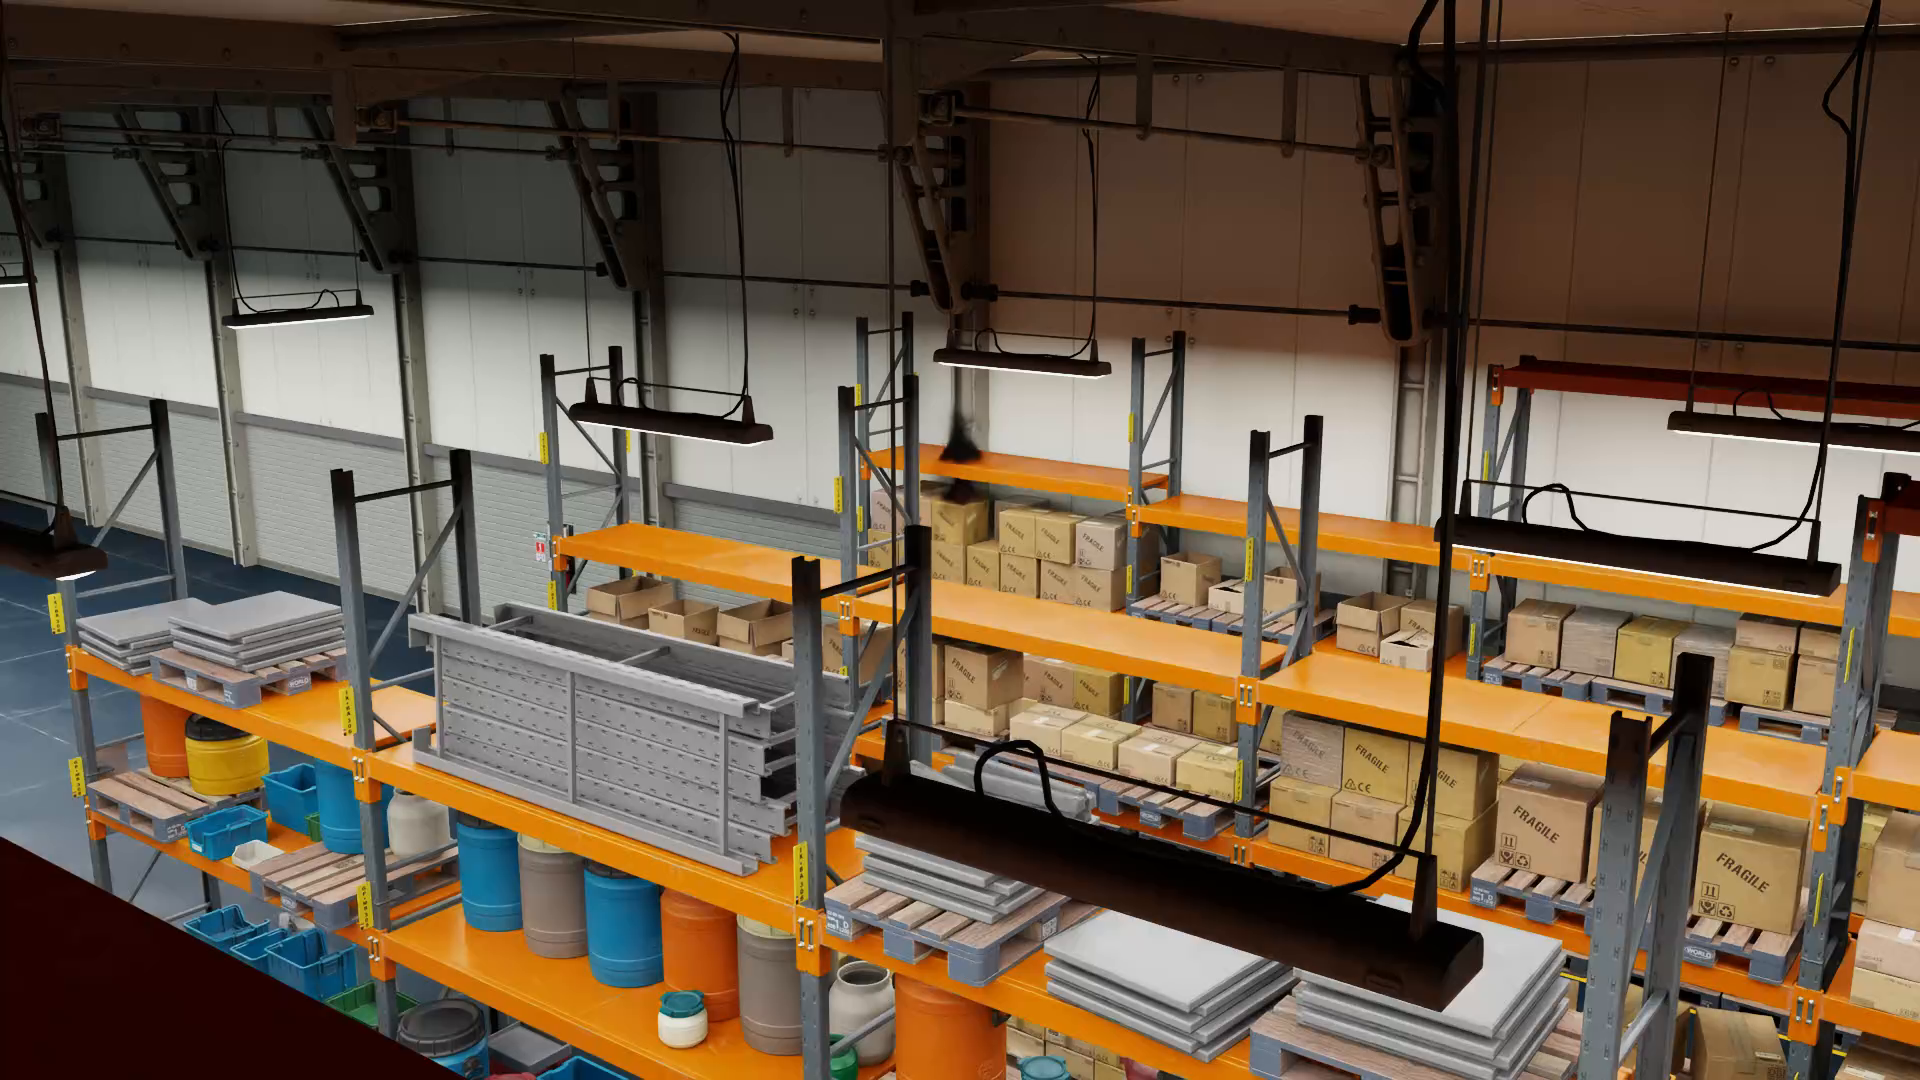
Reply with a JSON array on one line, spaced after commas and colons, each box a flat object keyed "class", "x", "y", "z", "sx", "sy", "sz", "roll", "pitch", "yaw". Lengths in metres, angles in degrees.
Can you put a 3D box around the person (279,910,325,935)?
[{"class": "person", "x": -6.223, "y": 3.660, "z": 15.886, "sx": 0.846, "sy": 1.627, "sz": 0.645, "roll": 7, "pitch": 15, "yaw": 28}]
